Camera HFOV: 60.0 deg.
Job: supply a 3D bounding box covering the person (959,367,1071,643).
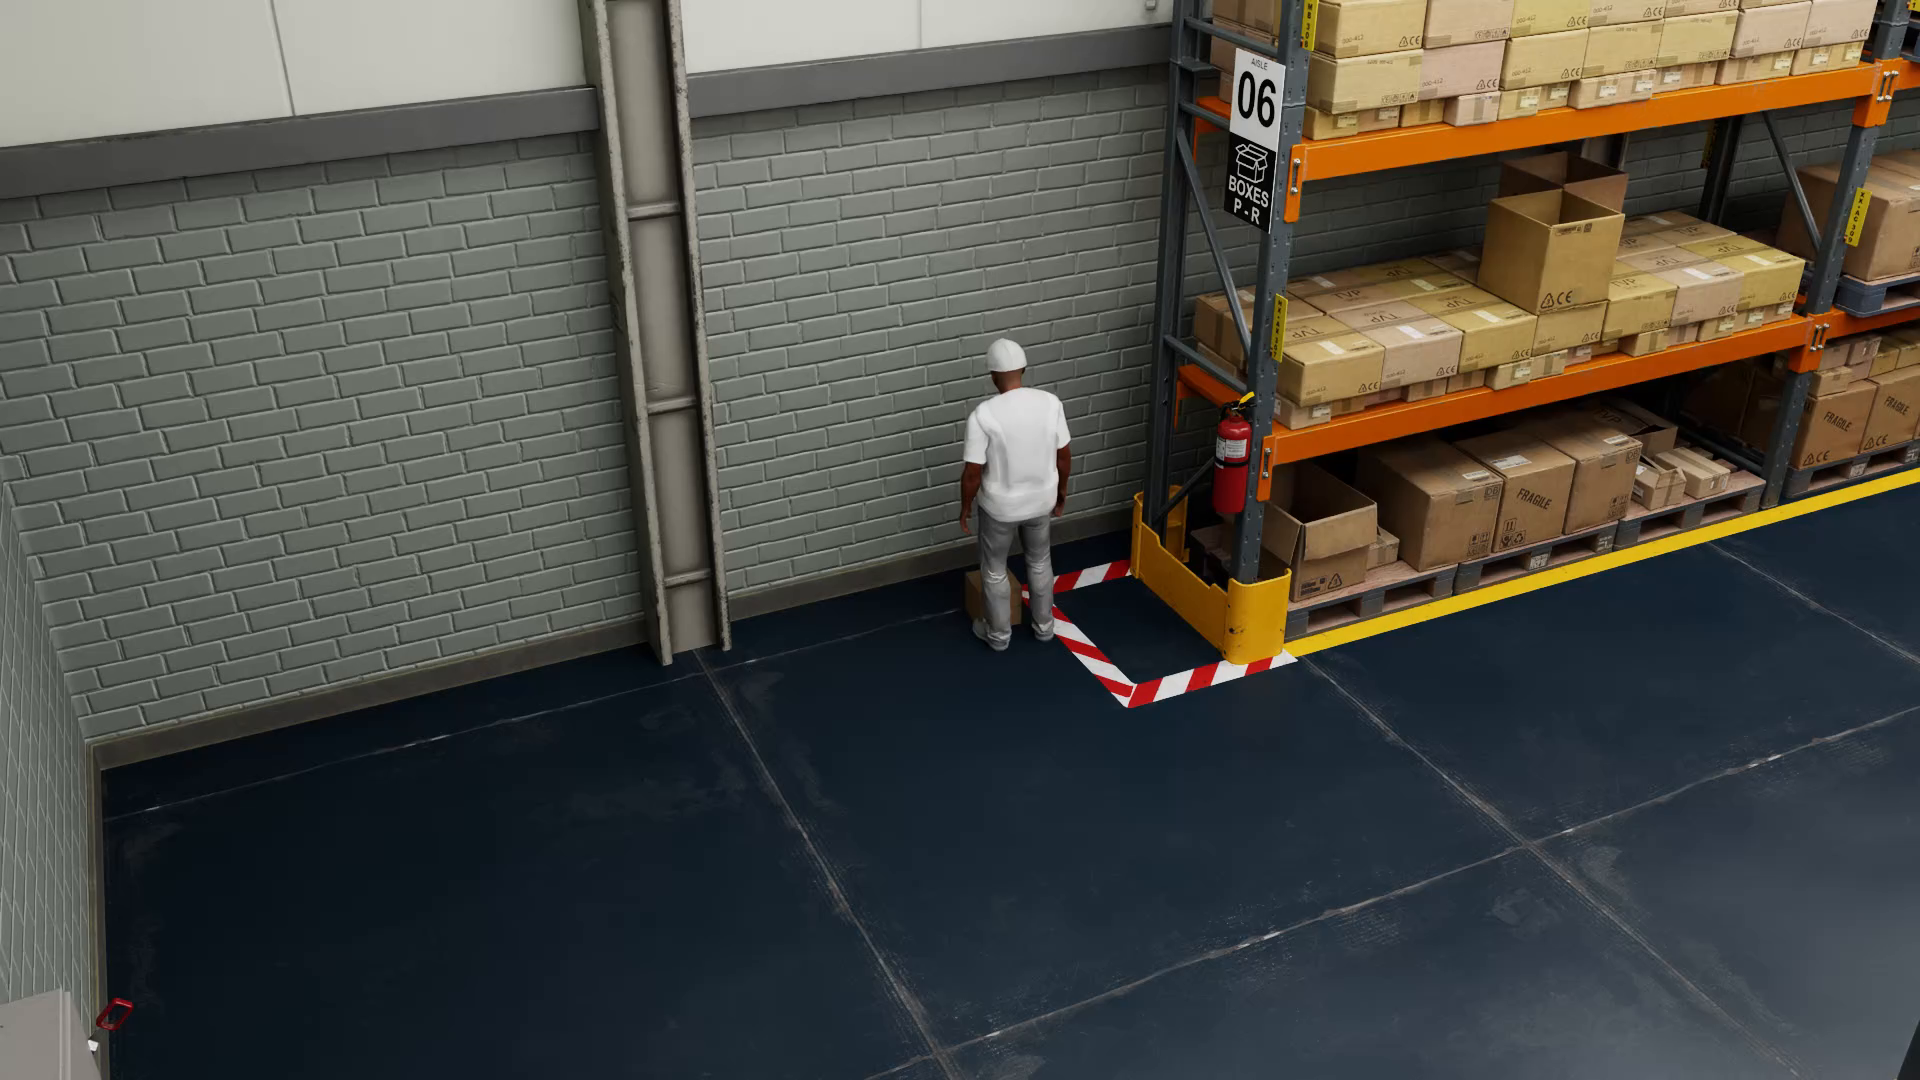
[{"bbox_3d":[0.281,-0.239,8.840,0.627,1.659,0.359,-10,31,-18],"label":"person"}]
